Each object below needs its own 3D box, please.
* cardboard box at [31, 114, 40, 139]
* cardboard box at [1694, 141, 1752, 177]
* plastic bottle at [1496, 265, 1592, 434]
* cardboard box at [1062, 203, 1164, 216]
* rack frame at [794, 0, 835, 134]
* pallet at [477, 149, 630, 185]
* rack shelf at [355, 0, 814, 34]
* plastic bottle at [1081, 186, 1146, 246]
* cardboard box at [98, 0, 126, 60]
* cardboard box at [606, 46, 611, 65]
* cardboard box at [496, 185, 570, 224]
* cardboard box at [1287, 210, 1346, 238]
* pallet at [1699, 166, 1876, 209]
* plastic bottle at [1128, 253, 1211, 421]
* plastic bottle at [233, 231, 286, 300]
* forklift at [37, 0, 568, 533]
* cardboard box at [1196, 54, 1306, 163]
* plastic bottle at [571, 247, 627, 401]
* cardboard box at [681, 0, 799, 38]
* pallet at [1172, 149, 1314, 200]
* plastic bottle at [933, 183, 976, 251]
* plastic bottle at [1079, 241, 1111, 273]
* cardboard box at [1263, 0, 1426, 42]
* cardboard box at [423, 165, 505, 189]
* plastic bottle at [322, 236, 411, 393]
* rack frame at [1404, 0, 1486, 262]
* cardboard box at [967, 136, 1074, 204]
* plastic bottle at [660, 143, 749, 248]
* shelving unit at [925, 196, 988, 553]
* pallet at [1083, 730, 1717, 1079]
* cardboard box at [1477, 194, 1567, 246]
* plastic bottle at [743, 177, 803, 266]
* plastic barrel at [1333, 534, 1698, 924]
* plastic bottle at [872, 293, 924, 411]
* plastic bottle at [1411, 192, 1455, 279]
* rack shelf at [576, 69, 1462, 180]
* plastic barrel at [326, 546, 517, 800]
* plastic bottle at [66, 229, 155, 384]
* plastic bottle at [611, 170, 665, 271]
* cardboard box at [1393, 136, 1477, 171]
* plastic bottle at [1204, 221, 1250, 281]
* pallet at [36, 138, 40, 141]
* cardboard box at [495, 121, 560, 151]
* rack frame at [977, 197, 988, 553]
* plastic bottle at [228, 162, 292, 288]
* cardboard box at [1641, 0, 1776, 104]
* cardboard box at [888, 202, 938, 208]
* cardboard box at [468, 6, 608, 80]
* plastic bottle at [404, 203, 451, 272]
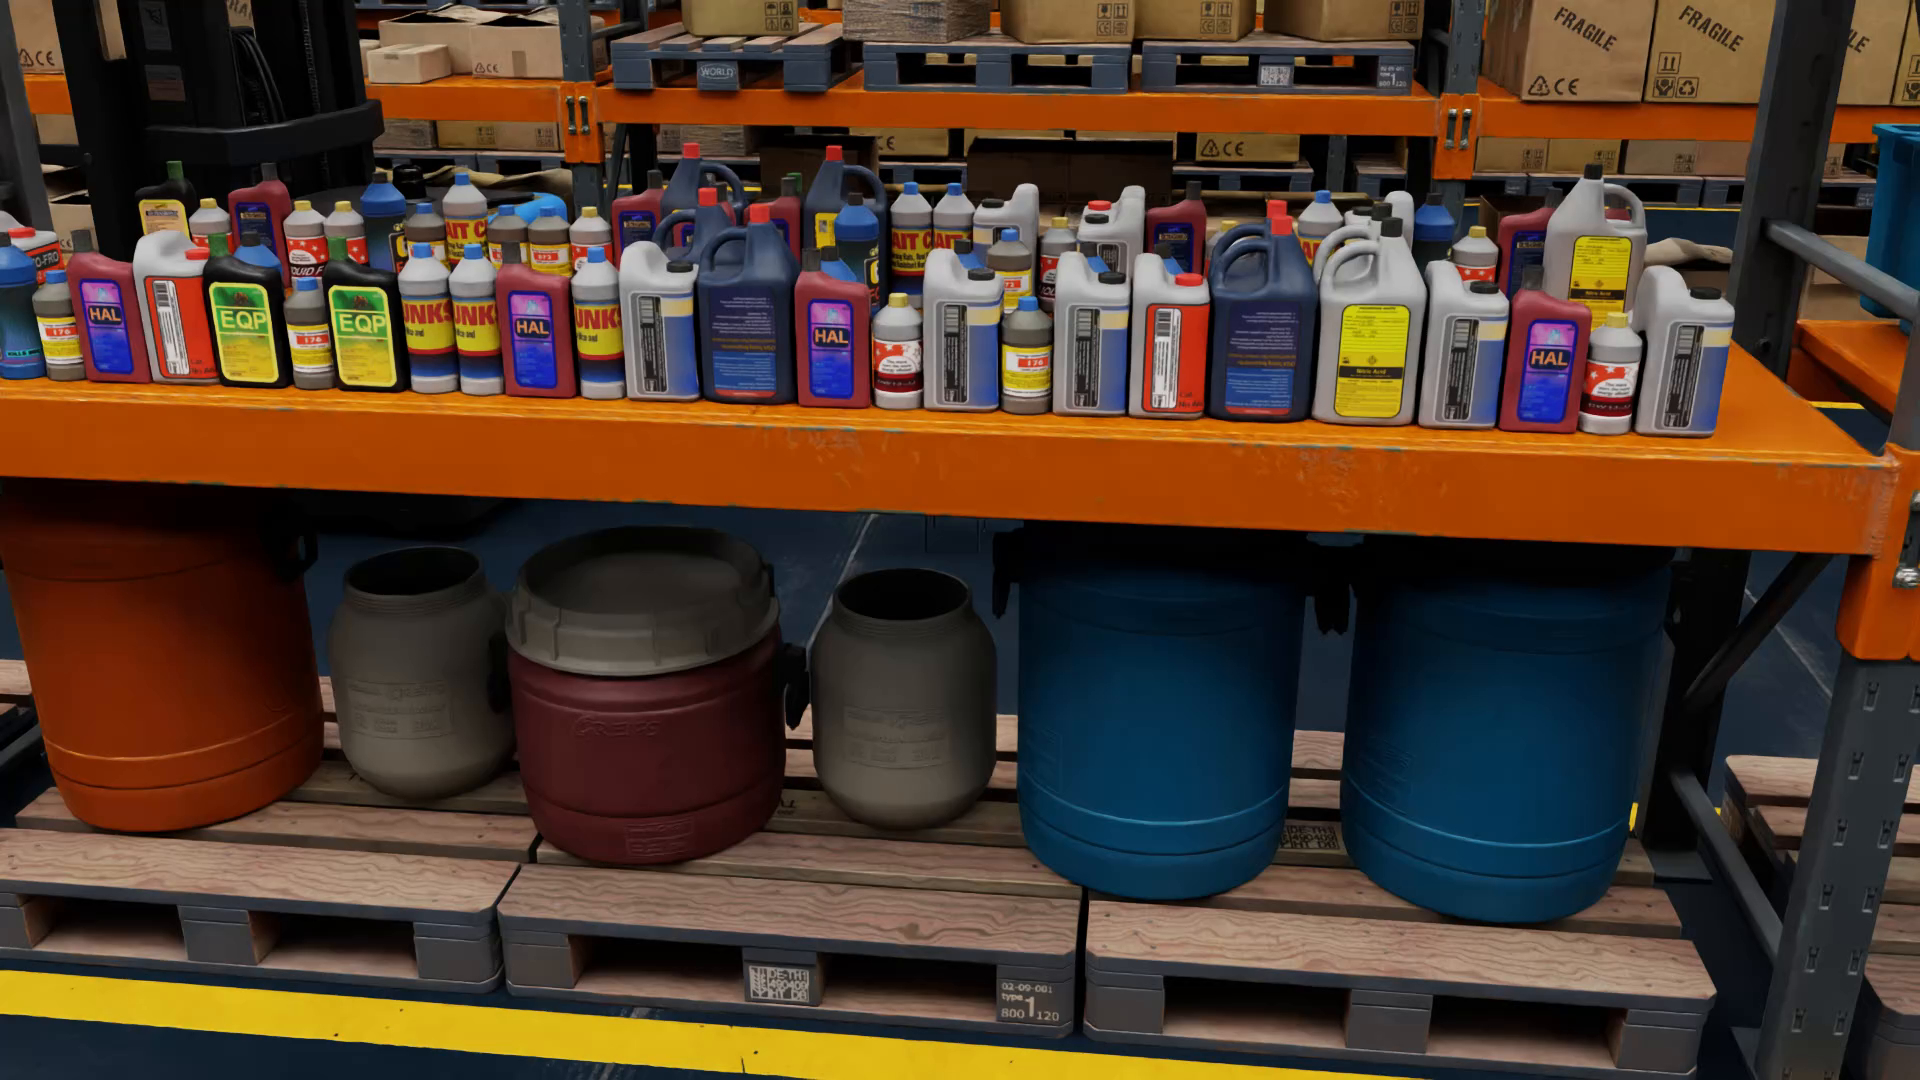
[{"bbox_3d":[-7.843,-3.491,13.748,0.500,0.311,0.500,4,22,11],"label":"cardboard box"},{"bbox_3d":[5.600,-2.980,12.226,0.500,0.500,0.700,2,22,6],"label":"cardboard box"},{"bbox_3d":[1.001,-0.326,2.843,0.133,0.283,0.061,2,22,6],"label":"plastic bottle"},{"bbox_3d":[0.774,-1.492,8.434,0.500,0.500,0.500,3,22,7],"label":"cardboard box"},{"bbox_3d":[-1.141,-4.278,12.681,0.127,3.000,1.000,2,22,6],"label":"rack frame"},{"bbox_3d":[-3.125,-3.069,13.416,1.213,0.211,1.003,2,22,6],"label":"pallet"},{"bbox_3d":[-3.127,-4.030,13.032,4.000,0.370,1.077,2,22,6],"label":"rack shelf"},{"bbox_3d":[0.331,-0.629,3.620,0.135,0.276,0.152,2,22,6],"label":"plastic bottle"},{"bbox_3d":[-3.911,-2.605,8.313,0.500,0.500,0.500,3,22,6],"label":"cardboard box"},{"bbox_3d":[-2.932,-3.749,13.124,0.500,0.250,0.500,2,22,6],"label":"cardboard box"},{"bbox_3d":[-2.269,-1.579,8.261,0.500,0.311,0.500,3,22,8],"label":"cardboard box"},{"bbox_3d":[1.728,-1.255,7.836,0.500,0.500,0.500,2,22,6],"label":"cardboard box"},{"bbox_3d":[6.000,-2.641,12.333,1.213,0.211,1.003,2,22,6],"label":"pallet"},{"bbox_3d":[0.372,-0.367,2.956,0.135,0.276,0.152,2,22,6],"label":"plastic bottle"},{"bbox_3d":[-1.337,-0.451,3.177,0.097,0.271,0.097,0,22,0],"label":"plastic bottle"},{"bbox_3d":[-3.072,-1.676,6.192,3.031,2.935,1.130,6,22,14],"label":"forklift"},{"bbox_3d":[2.171,-3.281,12.512,0.750,0.750,0.750,3,22,7],"label":"cardboard box"},{"bbox_3d":[-0.656,-0.399,3.045,0.097,0.271,0.097,0,22,0],"label":"plastic bottle"},{"bbox_3d":[-1.081,-2.725,8.045,0.500,0.500,0.700,-5,22,-12],"label":"cardboard box"},{"bbox_3d":[2.056,-2.814,12.770,1.213,0.211,1.003,2,22,6],"label":"pallet"},{"bbox_3d":[-0.011,-0.652,3.685,0.097,0.271,0.097,0,22,0],"label":"plastic bottle"},{"bbox_3d":[0.235,-0.417,3.089,0.097,0.271,0.097,0,22,0],"label":"plastic bottle"},{"bbox_3d":[1.808,-2.640,7.831,0.500,0.500,0.700,-5,22,-12],"label":"cardboard box"},{"bbox_3d":[-2.728,-1.796,8.809,0.500,0.311,0.500,2,22,5],"label":"cardboard box"},{"bbox_3d":[-1.099,-0.417,3.074,0.133,0.283,0.061,2,22,6],"label":"plastic bottle"},{"bbox_3d":[2.252,-2.296,7.668,0.127,3.000,1.000,2,22,6],"label":"rack frame"},{"bbox_3d":[0.309,-1.862,8.350,0.500,0.250,0.500,2,22,5],"label":"cardboard box"},{"bbox_3d":[-0.567,-0.705,3.709,0.185,0.351,0.144,2,22,6],"label":"plastic bottle"},{"bbox_3d":[-0.014,-0.559,5.721,0.189,1.200,0.258,2,22,6],"label":"shelving unit"},{"bbox_3d":[0.904,0.760,3.729,1.213,0.211,1.003,2,22,6],"label":"pallet"},{"bbox_3d":[2.851,-1.417,8.246,0.500,0.500,0.500,2,22,6],"label":"cardboard box"},{"bbox_3d":[-0.411,-0.659,3.687,0.133,0.283,0.061,2,22,6],"label":"plastic bottle"},{"bbox_3d":[1.127,0.263,3.478,0.708,0.901,0.600,2,22,6],"label":"plastic barrel"},{"bbox_3d":[-0.110,-0.343,2.998,0.097,0.201,0.097,0,22,0],"label":"plastic bottle"},{"bbox_3d":[1.006,-0.608,3.573,0.097,0.271,0.097,0,22,0],"label":"plastic bottle"},{"bbox_3d":[0.266,-2.048,8.019,4.000,0.370,1.077,2,22,6],"label":"rack shelf"},{"bbox_3d":[-1.248,0.308,3.895,0.421,0.512,0.421,0,22,0],"label":"plastic barrel"},{"bbox_3d":[-1.594,-0.439,3.129,0.133,0.283,0.061,2,22,6],"label":"plastic bottle"},{"bbox_3d":[-0.720,-0.695,3.778,0.133,0.283,0.061,2,22,6],"label":"plastic bottle"},{"bbox_3d":[3.562,-3.068,12.449,0.500,0.500,0.700,3,22,7],"label":"cardboard box"},{"bbox_3d":[0.582,-0.594,3.632,0.097,0.201,0.097,0,22,0],"label":"plastic bottle"},{"bbox_3d":[-8.207,-3.276,13.939,1.213,0.211,1.003,2,22,6],"label":"pallet"},{"bbox_3d":[-3.359,-3.427,13.329,0.500,0.500,0.700,3,22,7],"label":"cardboard box"},{"bbox_3d":[0.076,-0.555,5.711,0.006,1.200,0.240,2,22,6],"label":"rack frame"},{"bbox_3d":[-1.626,-0.735,3.877,0.133,0.283,0.061,2,22,6],"label":"plastic bottle"},{"bbox_3d":[3.235,-2.200,7.289,0.500,0.500,0.500,3,22,7],"label":"cardboard box"},{"bbox_3d":[-0.284,-1.343,8.059,0.500,0.500,0.500,2,22,6],"label":"cardboard box"},{"bbox_3d":[-2.076,-2.459,8.202,0.500,0.311,0.500,4,22,10],"label":"cardboard box"},{"bbox_3d":[-1.223,-0.672,3.831,0.097,0.201,0.097,0,22,0],"label":"plastic bottle"}]
